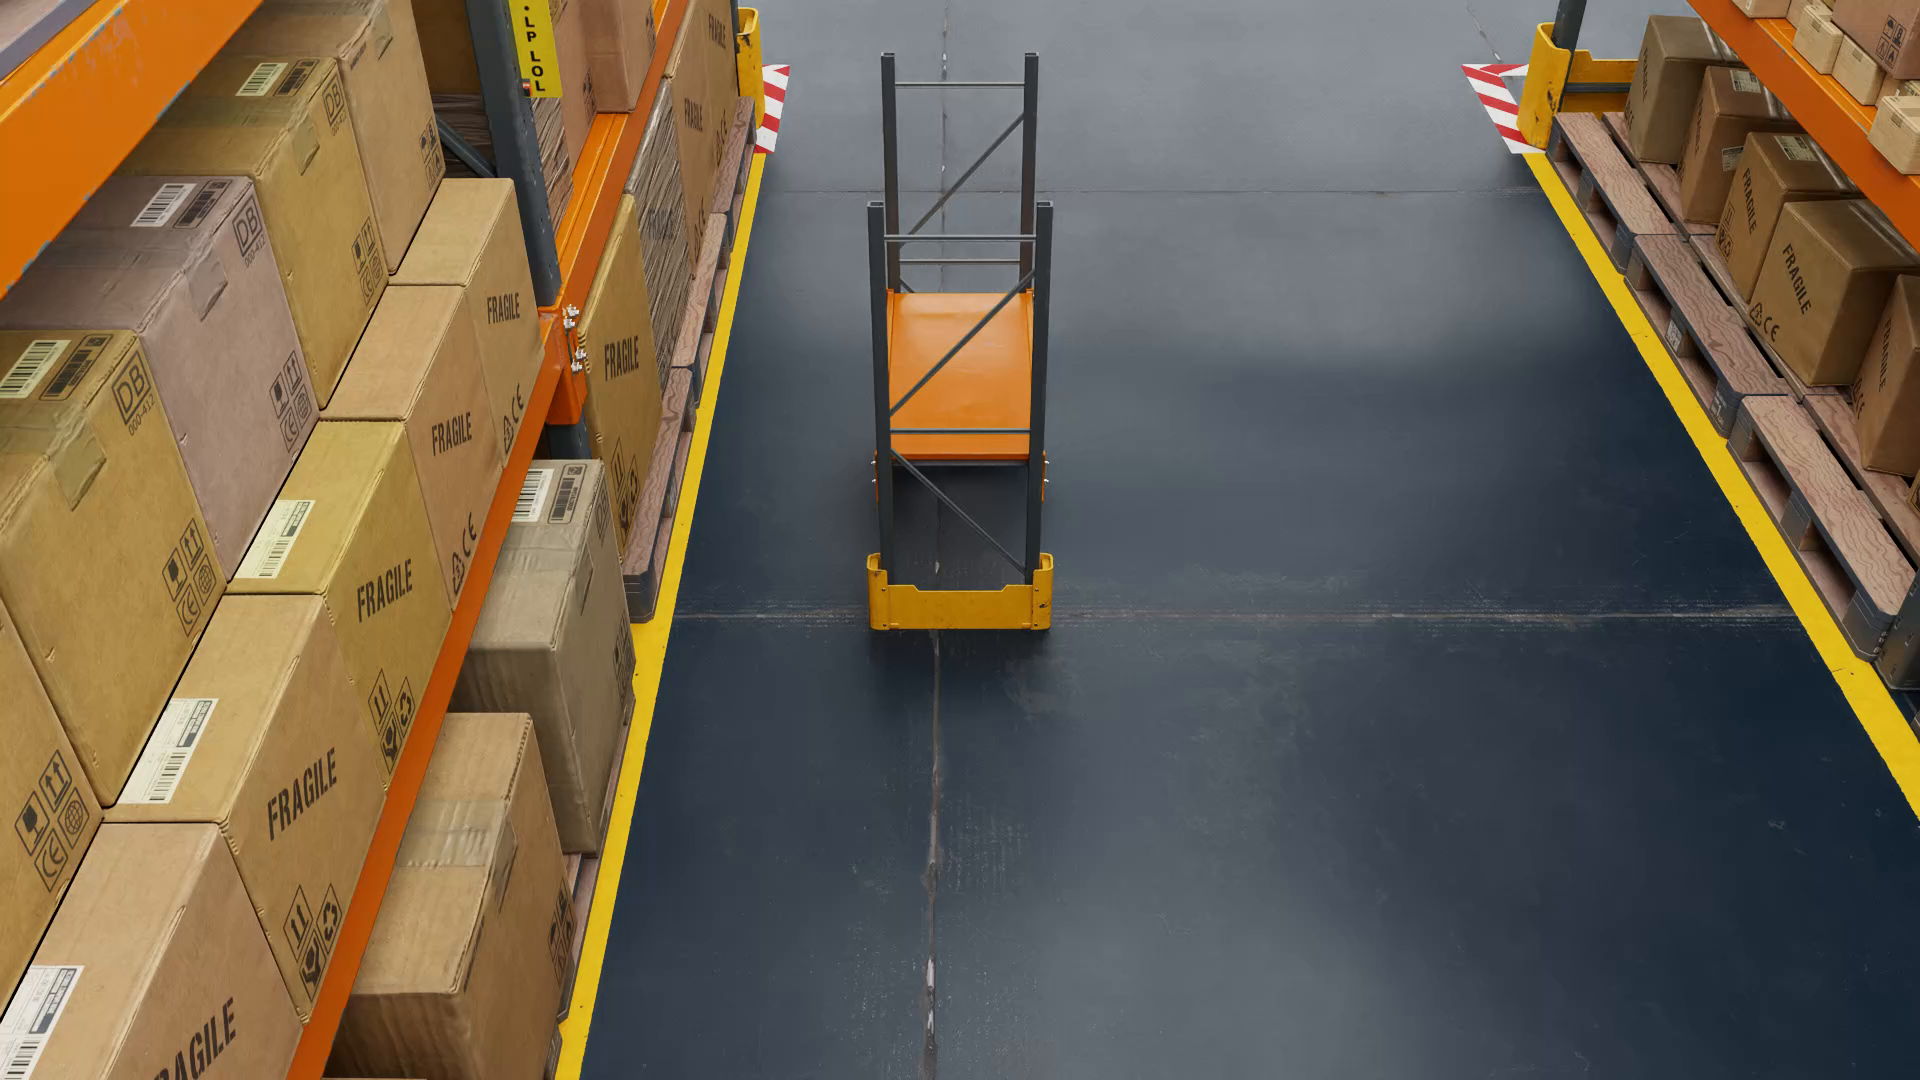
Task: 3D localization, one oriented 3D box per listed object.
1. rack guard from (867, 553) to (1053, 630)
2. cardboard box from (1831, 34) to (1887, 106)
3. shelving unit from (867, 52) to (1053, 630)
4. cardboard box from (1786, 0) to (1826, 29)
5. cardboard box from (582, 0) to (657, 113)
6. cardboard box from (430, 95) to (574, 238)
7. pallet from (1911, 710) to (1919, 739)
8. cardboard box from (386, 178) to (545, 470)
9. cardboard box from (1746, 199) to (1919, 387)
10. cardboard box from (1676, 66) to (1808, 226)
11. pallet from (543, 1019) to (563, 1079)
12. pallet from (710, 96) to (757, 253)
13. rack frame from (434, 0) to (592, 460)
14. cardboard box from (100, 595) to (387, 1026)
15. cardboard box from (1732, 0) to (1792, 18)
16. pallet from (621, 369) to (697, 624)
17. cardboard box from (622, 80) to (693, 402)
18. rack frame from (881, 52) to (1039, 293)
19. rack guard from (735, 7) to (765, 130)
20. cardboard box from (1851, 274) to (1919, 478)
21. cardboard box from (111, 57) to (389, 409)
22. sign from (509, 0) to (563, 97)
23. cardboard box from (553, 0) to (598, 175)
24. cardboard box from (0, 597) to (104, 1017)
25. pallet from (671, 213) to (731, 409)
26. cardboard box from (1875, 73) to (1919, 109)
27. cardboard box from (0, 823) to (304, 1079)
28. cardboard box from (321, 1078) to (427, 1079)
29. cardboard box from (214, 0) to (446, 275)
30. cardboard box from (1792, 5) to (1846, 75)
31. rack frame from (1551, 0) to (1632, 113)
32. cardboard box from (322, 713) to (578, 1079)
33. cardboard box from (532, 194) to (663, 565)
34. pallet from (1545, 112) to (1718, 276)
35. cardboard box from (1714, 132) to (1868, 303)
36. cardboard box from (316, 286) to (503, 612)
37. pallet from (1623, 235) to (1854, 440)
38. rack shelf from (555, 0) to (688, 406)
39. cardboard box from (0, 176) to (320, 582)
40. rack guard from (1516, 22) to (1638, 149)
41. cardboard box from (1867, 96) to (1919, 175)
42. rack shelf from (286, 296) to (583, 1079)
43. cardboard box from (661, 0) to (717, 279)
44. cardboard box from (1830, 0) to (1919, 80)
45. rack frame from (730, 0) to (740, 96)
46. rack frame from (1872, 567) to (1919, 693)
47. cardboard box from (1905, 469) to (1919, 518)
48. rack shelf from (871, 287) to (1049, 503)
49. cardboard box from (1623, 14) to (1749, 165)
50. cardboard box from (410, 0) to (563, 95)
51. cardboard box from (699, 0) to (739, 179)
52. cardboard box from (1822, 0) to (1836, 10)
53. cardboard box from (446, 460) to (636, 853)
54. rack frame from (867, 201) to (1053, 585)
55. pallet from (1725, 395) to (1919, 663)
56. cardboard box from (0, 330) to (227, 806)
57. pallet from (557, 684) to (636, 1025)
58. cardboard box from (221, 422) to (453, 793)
[{"bbox_3d":[0.000,0.166,5.343,0.587,0.250,0.087,0,39,0],"label":"rack guard"},{"bbox_3d":[3.138,-1.555,5.493,0.380,0.149,0.250,0,39,0],"label":"cardboard box"},{"bbox_3d":[0.000,-0.633,5.340,0.587,1.500,1.083,0,39,0],"label":"shelving unit"},{"bbox_3d":[3.179,-1.868,5.883,0.380,0.149,0.250,0,39,0],"label":"cardboard box"},{"bbox_3d":[-1.495,-1.768,5.437,0.875,0.550,0.550,0,39,0],"label":"cardboard box"},{"bbox_3d":[-1.588,-1.086,4.586,0.875,0.550,0.550,0,39,0],"label":"cardboard box"},{"bbox_3d":[3.386,0.838,4.536,1.003,0.211,1.213,0,39,0],"label":"pallet"},{"bbox_3d":[-1.308,-0.510,3.907,0.500,0.500,0.500,0,39,0],"label":"cardboard box"},{"bbox_3d":[3.336,-0.922,6.165,0.500,0.500,0.500,-3,39,-4],"label":"cardboard box"},{"bbox_3d":[3.398,-1.663,7.089,0.500,0.500,0.500,10,40,12],"label":"cardboard box"},{"bbox_3d":[-1.496,1.539,3.661,1.003,0.211,1.213,0,39,0],"label":"pallet"},{"bbox_3d":[-1.502,-1.710,7.715,1.003,0.211,1.213,0,39,0],"label":"pallet"},{"bbox_3d":[-1.576,-0.797,4.345,1.000,3.000,0.127,0,39,0],"label":"rack frame"},{"bbox_3d":[-1.304,0.440,2.722,0.500,0.500,0.500,0,39,-1],"label":"cardboard box"},{"bbox_3d":[3.046,-2.024,6.078,0.380,0.149,0.250,0,39,0],"label":"cardboard box"},{"bbox_3d":[-1.499,-0.184,5.811,1.003,0.211,1.213,0,39,0],"label":"pallet"},{"bbox_3d":[-1.512,-1.088,6.073,0.875,0.875,0.875,0,39,0],"label":"cardboard box"},{"bbox_3d":[-0.001,-0.957,5.744,0.500,1.500,0.032,0,39,0],"label":"rack frame"},{"bbox_3d":[-1.581,-2.338,8.267,1.175,0.500,0.348,0,39,0],"label":"rack guard"},{"bbox_3d":[3.415,-0.534,5.681,0.500,0.500,0.500,12,40,14],"label":"cardboard box"},{"bbox_3d":[-1.567,-0.594,3.213,0.700,0.500,0.500,-1,39,-1],"label":"cardboard box"},{"bbox_3d":[-1.033,-1.224,4.016,0.100,0.325,0.005,0,39,0],"label":"sign"},{"bbox_3d":[-1.612,-1.430,5.016,0.875,0.550,0.550,0,39,0],"label":"cardboard box"},{"bbox_3d":[-1.567,0.358,2.025,0.700,0.500,0.500,-1,39,-1],"label":"cardboard box"},{"bbox_3d":[-1.503,-0.949,6.765,1.003,0.211,1.213,0,39,0],"label":"pallet"},{"bbox_3d":[3.179,-1.399,5.298,0.380,0.149,0.250,0,39,0],"label":"cardboard box"},{"bbox_3d":[-1.306,0.751,2.334,0.500,0.500,0.500,0,39,0],"label":"cardboard box"},{"bbox_3d":[-1.487,1.491,2.954,1.050,0.750,0.750,1,39,1],"label":"cardboard box"},{"bbox_3d":[-1.570,-0.915,3.614,0.700,0.500,0.500,-1,39,-1],"label":"cardboard box"},{"bbox_3d":[3.103,-1.711,5.688,0.380,0.149,0.250,0,39,0],"label":"cardboard box"},{"bbox_3d":[3.379,-3.238,7.392,1.000,3.000,0.127,0,39,0],"label":"rack frame"},{"bbox_3d":[-1.488,0.909,3.681,1.050,0.750,0.750,0,39,0],"label":"cardboard box"},{"bbox_3d":[-1.507,-0.525,5.369,0.875,0.875,0.875,1,39,1],"label":"cardboard box"},{"bbox_3d":[3.345,-1.595,7.571,1.003,0.211,1.213,0,39,0],"label":"pallet"},{"bbox_3d":[3.380,-1.271,6.601,0.500,0.500,0.500,3,39,4],"label":"cardboard box"},{"bbox_3d":[-1.308,-0.194,3.513,0.500,0.500,0.500,0,39,-1],"label":"cardboard box"},{"bbox_3d":[3.344,-0.834,6.622,1.003,0.211,1.213,0,39,0],"label":"pallet"},{"bbox_3d":[-1.578,-1.767,6.131,1.077,0.370,4.000,0,39,0],"label":"rack shelf"},{"bbox_3d":[-1.567,-0.278,2.818,0.700,0.500,0.500,0,39,0],"label":"cardboard box"},{"bbox_3d":[3.379,-2.215,8.115,1.175,0.500,0.348,0,39,0],"label":"rack guard"},{"bbox_3d":[3.047,-1.242,5.102,0.380,0.149,0.250,0,39,0],"label":"cardboard box"},{"bbox_3d":[-1.574,0.735,3.010,1.077,0.370,4.000,0,39,0],"label":"rack shelf"},{"bbox_3d":[-1.511,-1.659,6.784,0.875,0.875,0.875,-1,39,-1],"label":"cardboard box"},{"bbox_3d":[3.379,-1.799,5.278,0.875,0.500,0.500,0,39,0],"label":"cardboard box"},{"bbox_3d":[-1.581,-3.298,7.467,1.000,3.000,0.127,0,39,0],"label":"rack frame"},{"bbox_3d":[3.384,-0.737,4.271,1.000,3.000,0.127,0,39,0],"label":"rack frame"},{"bbox_3d":[3.424,-0.176,5.234,0.500,0.500,0.500,-1,39,-1],"label":"cardboard box"},{"bbox_3d":[0.000,-0.498,5.460,0.538,0.185,1.000,0,39,0],"label":"rack shelf"},{"bbox_3d":[3.363,-2.036,7.555,0.500,0.500,0.500,7,39,8],"label":"cardboard box"},{"bbox_3d":[-1.542,-1.507,4.249,0.875,0.550,0.550,0,39,0],"label":"cardboard box"},{"bbox_3d":[-1.514,-2.209,7.471,0.875,0.875,0.875,0,39,0],"label":"cardboard box"},{"bbox_3d":[3.419,-2.112,5.668,0.875,0.500,0.500,0,39,0],"label":"cardboard box"},{"bbox_3d":[-1.485,0.305,4.433,1.050,0.750,0.750,0,39,0],"label":"cardboard box"},{"bbox_3d":[0.000,-0.321,4.951,0.500,1.500,0.032,0,39,0],"label":"rack frame"},{"bbox_3d":[3.348,-0.069,5.667,1.003,0.211,1.213,0,39,0],"label":"pallet"},{"bbox_3d":[-1.568,0.038,2.424,0.700,0.500,0.500,0,39,0],"label":"cardboard box"},{"bbox_3d":[-1.500,0.774,4.615,1.003,0.211,1.213,0,39,0],"label":"pallet"},{"bbox_3d":[-1.307,0.122,3.119,0.500,0.500,0.500,0,39,0],"label":"cardboard box"}]
